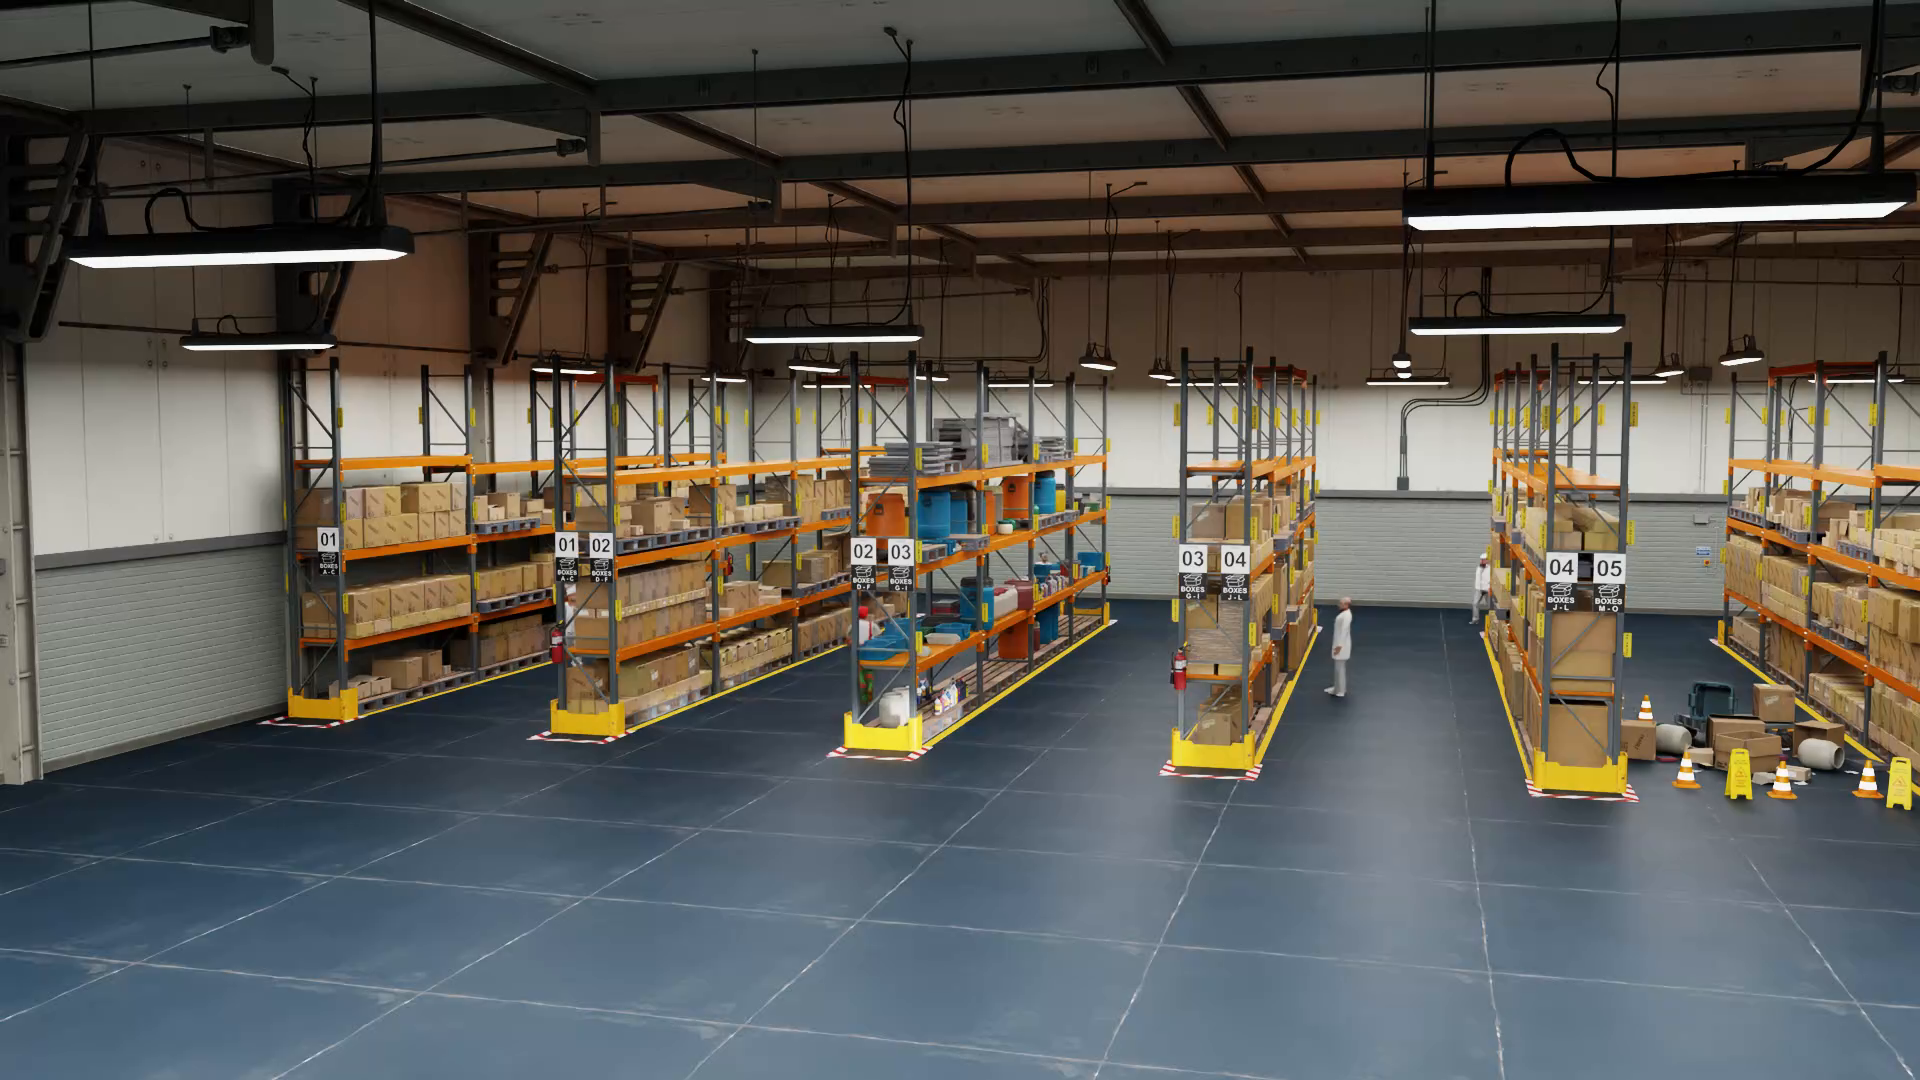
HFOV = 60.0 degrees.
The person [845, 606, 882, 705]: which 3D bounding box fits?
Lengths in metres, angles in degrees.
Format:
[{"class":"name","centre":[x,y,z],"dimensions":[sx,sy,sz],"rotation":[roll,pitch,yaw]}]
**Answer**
[{"class":"person","centre":[-1.688,1.994,29.079],"dimensions":[0.682,1.718,0.660],"rotation":[-1,4,-18]}]

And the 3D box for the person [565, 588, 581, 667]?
[{"class":"person","centre":[-7.353,1.787,31.470],"dimensions":[0.491,1.762,0.898],"rotation":[1,4,7]}]

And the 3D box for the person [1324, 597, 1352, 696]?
[{"class":"person","centre":[6.807,1.911,29.996],"dimensions":[0.538,1.785,0.596],"rotation":[2,5,24]}]

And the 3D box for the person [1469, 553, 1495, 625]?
[{"class":"person","centre":[12.697,1.189,40.228],"dimensions":[0.556,1.733,1.000],"rotation":[4,6,41]}]

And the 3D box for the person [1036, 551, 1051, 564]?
[{"class":"person","centre":[2.053,1.112,41.546],"dimensions":[0.550,1.674,0.687],"rotation":[1,4,14]}]
